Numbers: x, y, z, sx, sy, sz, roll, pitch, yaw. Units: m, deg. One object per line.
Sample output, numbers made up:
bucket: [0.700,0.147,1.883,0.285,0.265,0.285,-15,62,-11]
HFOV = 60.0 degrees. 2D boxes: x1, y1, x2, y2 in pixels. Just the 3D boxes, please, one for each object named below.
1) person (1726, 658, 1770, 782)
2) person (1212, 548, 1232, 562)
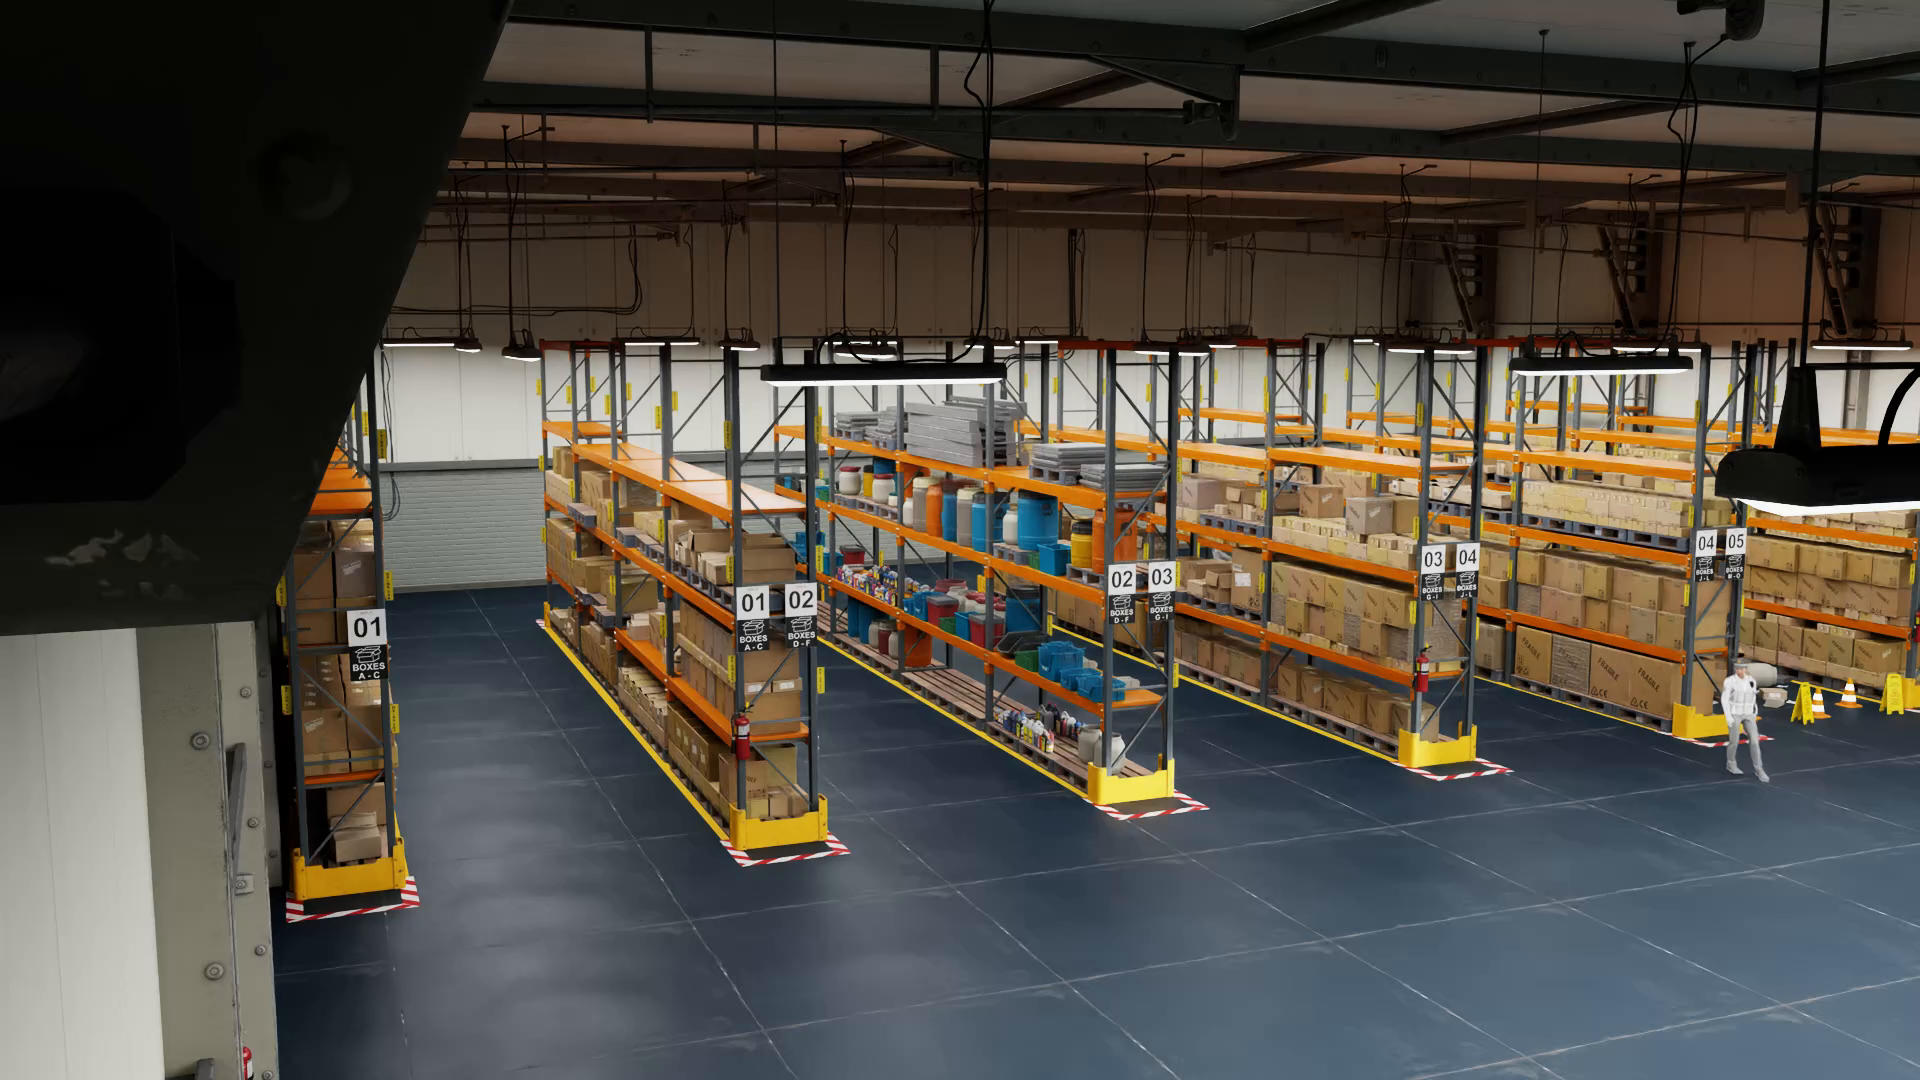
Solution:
person: [11.002,2.491,23.257,0.549,1.671,0.622,1,7,6]
person: [6.616,-0.042,42.244,0.837,1.757,0.588,-2,8,-18]
